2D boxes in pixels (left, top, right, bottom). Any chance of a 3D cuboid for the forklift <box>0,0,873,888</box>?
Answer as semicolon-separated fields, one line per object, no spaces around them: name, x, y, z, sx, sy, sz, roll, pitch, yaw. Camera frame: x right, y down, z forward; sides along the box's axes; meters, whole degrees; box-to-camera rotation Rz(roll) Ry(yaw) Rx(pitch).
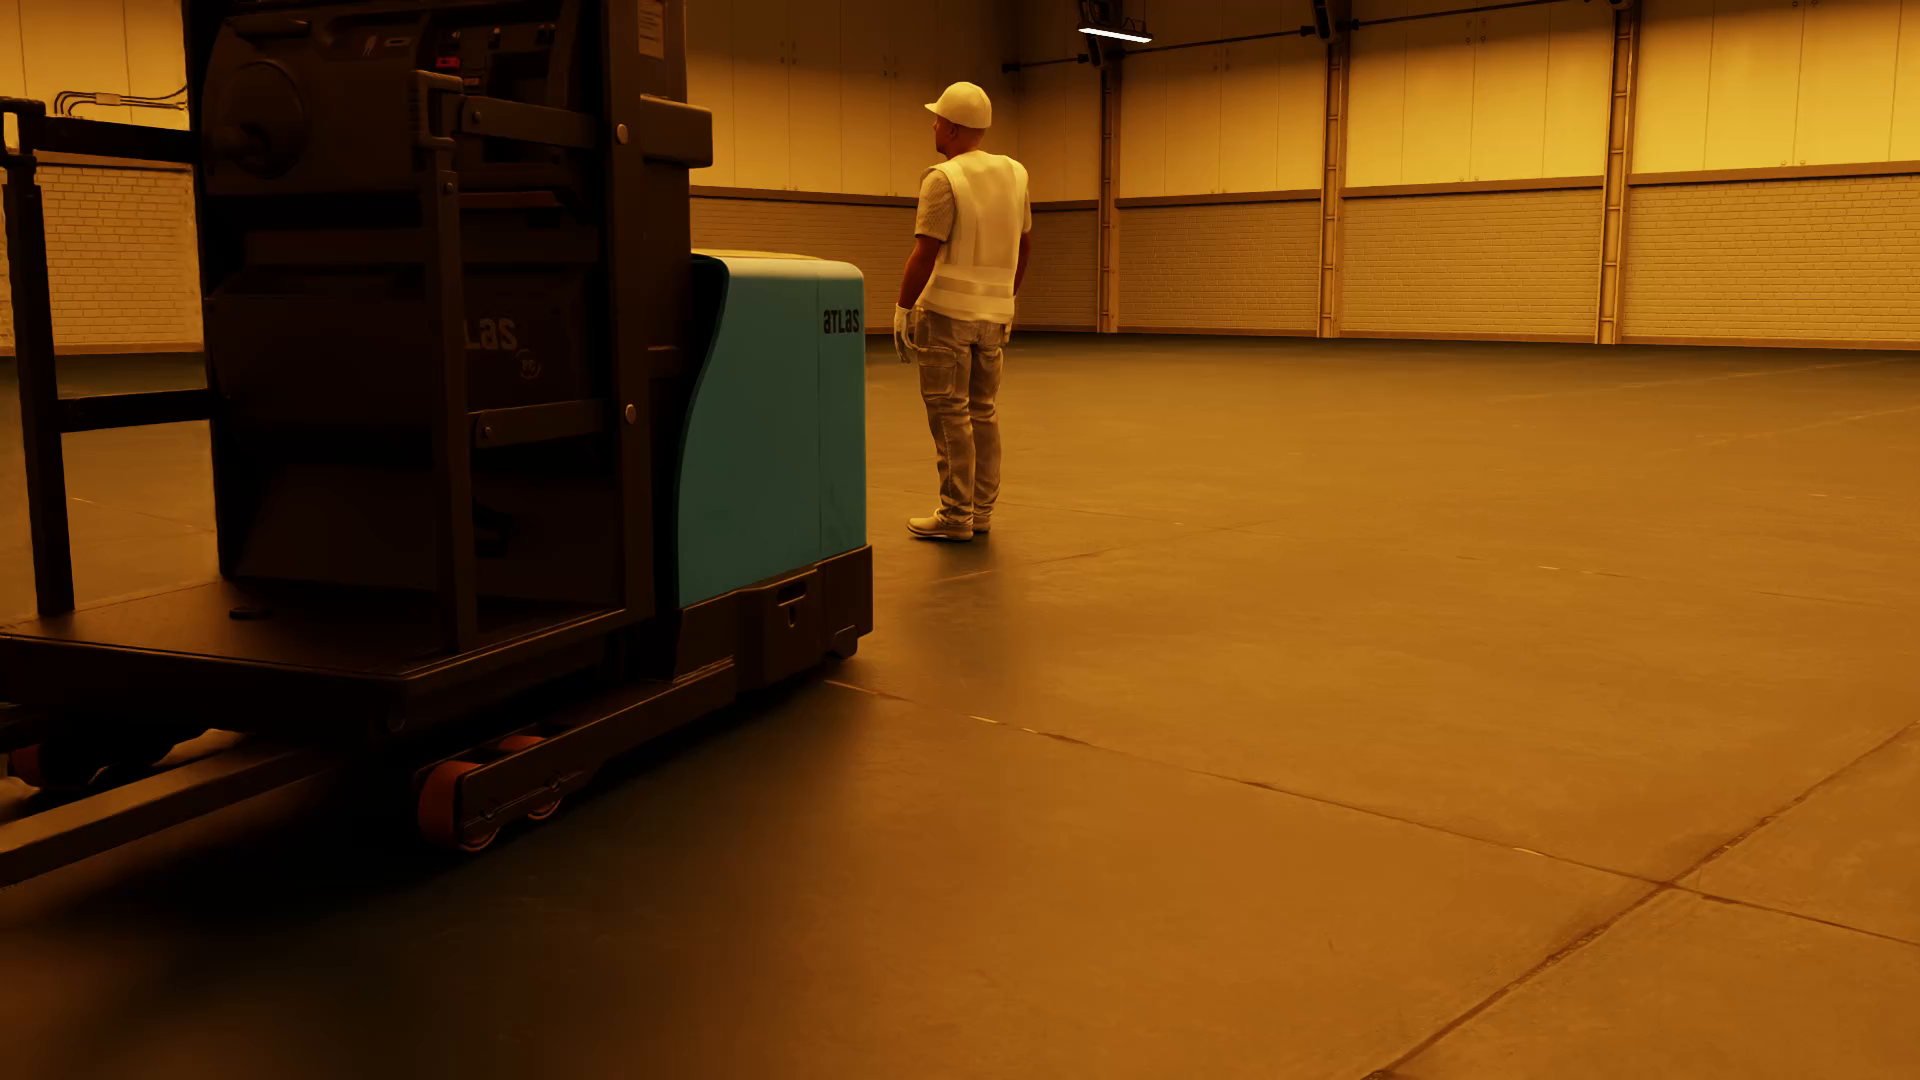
forklift;-1.255;-0.958;3.233;1.130;2.935;3.031;3;9;21

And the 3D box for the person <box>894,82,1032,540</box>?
person;-0.046;-0.897;6.639;0.577;1.781;0.656;8;12;43
